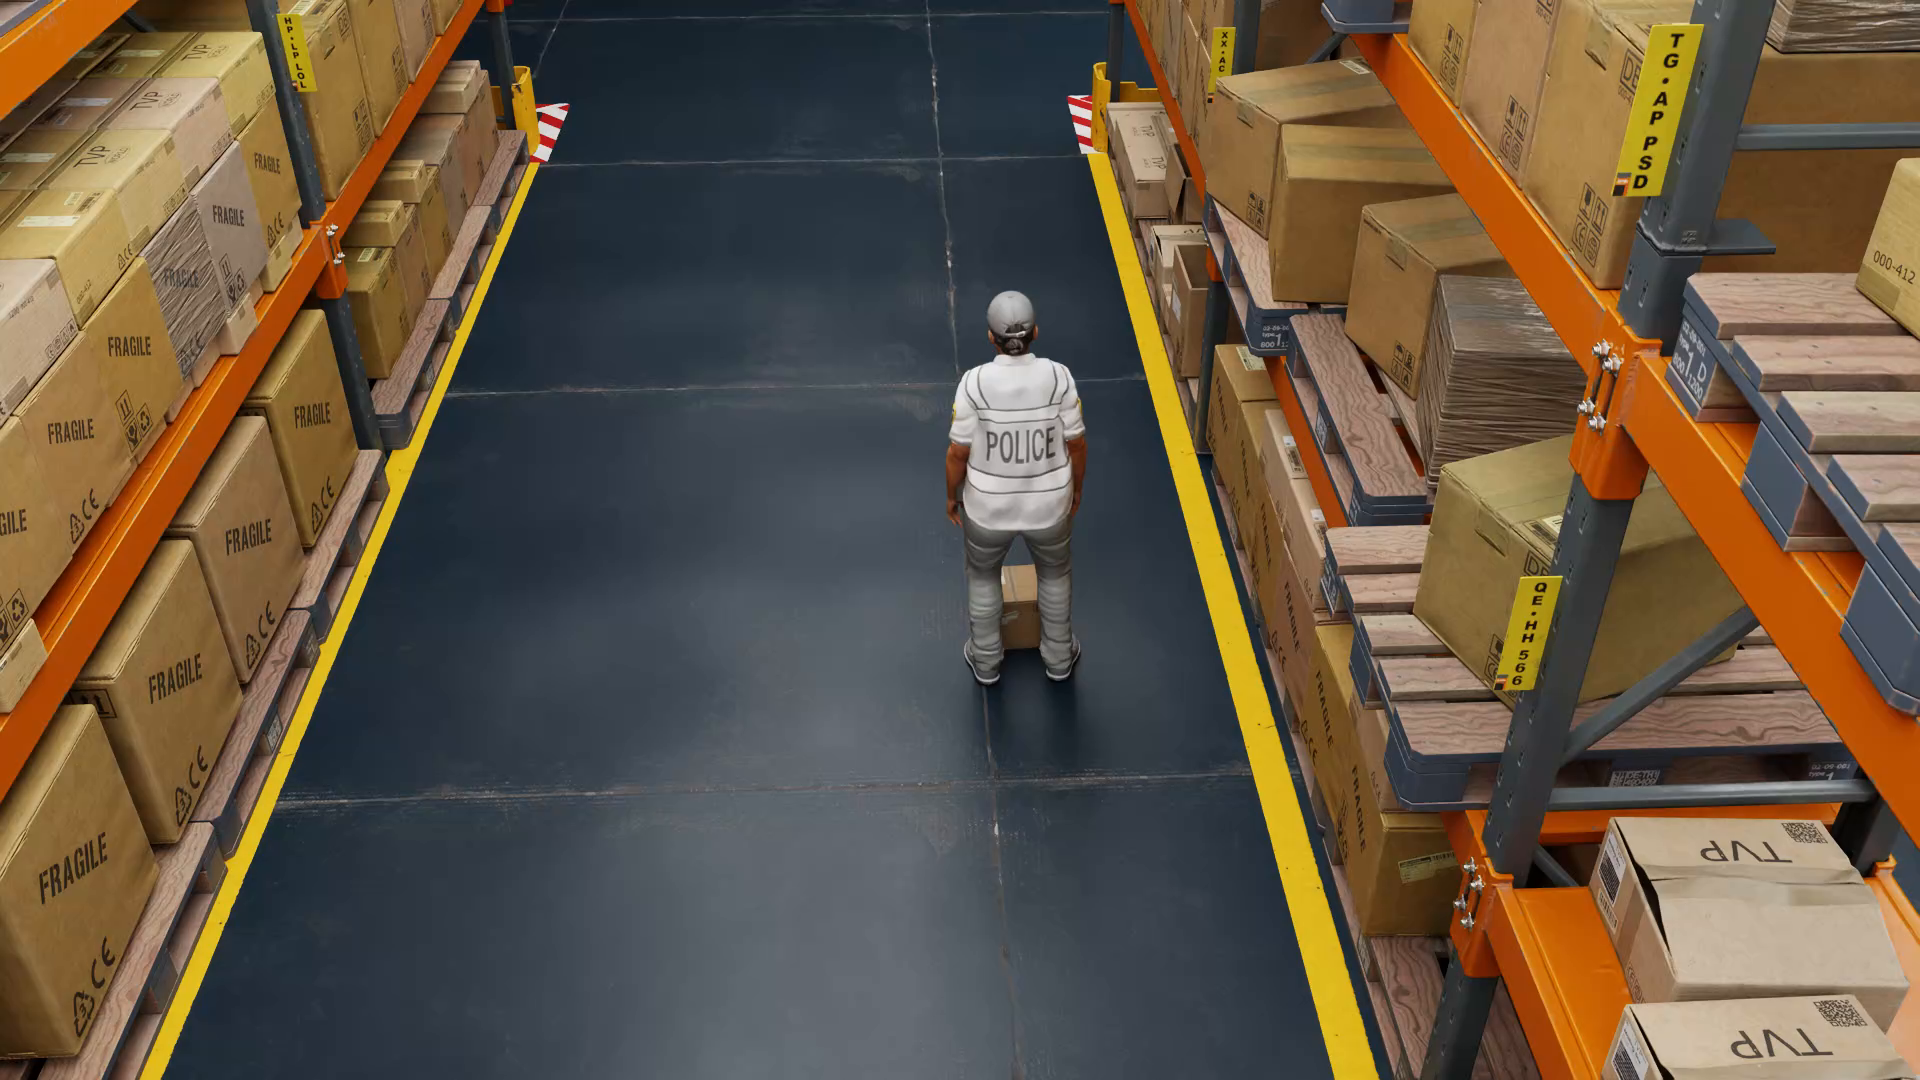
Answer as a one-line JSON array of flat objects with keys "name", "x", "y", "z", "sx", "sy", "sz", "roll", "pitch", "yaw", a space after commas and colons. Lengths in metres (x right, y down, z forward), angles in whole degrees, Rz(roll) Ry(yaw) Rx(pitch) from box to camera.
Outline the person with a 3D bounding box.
[{"name": "person", "x": 0.225, "y": -0.167, "z": 6.374, "sx": 0.563, "sy": 1.667, "sz": 0.463, "roll": -3, "pitch": 36, "yaw": -4}]
